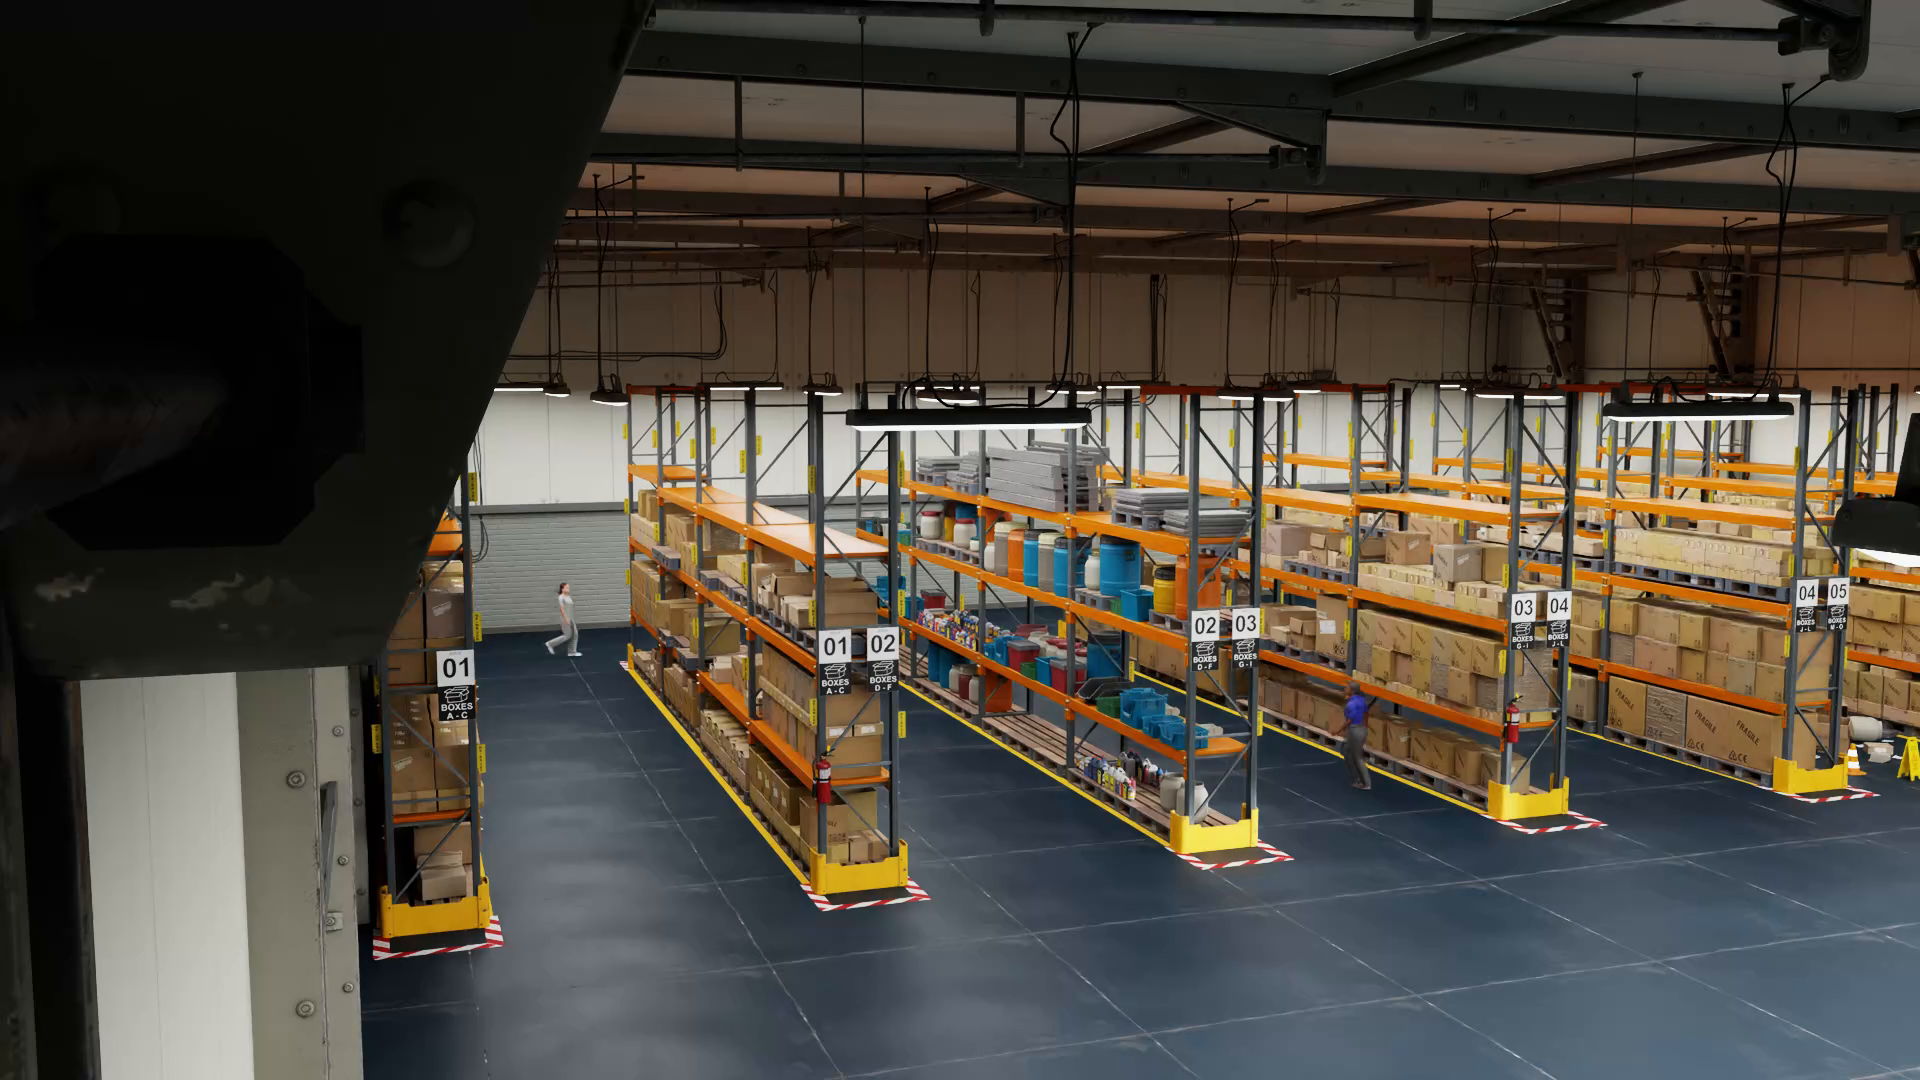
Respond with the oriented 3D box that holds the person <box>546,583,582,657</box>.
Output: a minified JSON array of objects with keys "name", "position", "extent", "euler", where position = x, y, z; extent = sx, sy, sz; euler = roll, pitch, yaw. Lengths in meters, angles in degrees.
[{"name":"person","position":[-8.676,1.743,36.437],"extent":[0.732,1.636,0.469],"euler":[0,6,1]}]

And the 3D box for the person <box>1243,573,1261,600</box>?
[{"name":"person","position":[6.550,1.606,37.818],"extent":[0.501,1.716,0.995],"euler":[-2,6,-16]}]

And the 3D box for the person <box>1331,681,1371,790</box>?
[{"name":"person","position":[5.955,2.981,25.125],"extent":[0.590,1.699,0.551],"euler":[4,7,36]}]
